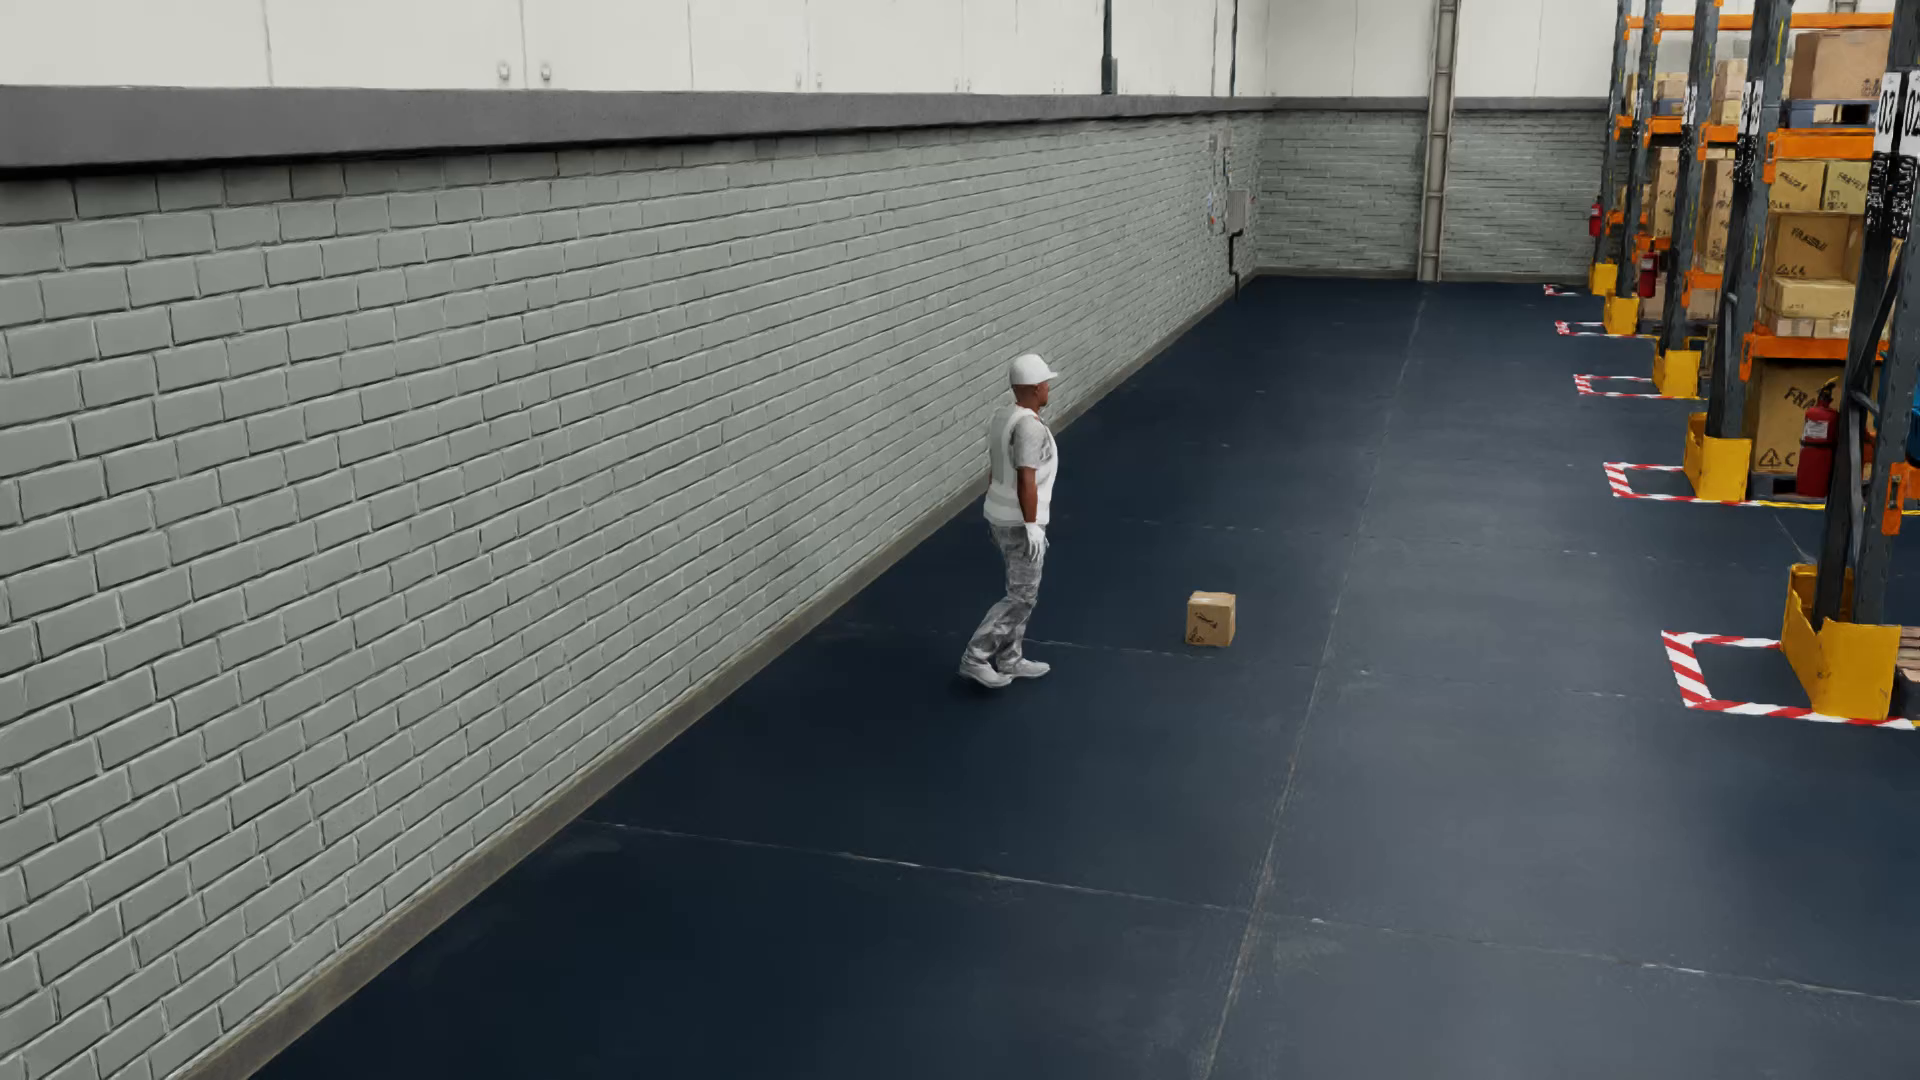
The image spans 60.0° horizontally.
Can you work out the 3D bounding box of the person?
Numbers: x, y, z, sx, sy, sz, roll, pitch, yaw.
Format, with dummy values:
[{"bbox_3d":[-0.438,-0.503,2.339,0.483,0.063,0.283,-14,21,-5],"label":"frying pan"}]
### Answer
[{"bbox_3d":[0.250,-0.095,8.834,0.573,1.768,0.623,-3,15,-12],"label":"person"}]
